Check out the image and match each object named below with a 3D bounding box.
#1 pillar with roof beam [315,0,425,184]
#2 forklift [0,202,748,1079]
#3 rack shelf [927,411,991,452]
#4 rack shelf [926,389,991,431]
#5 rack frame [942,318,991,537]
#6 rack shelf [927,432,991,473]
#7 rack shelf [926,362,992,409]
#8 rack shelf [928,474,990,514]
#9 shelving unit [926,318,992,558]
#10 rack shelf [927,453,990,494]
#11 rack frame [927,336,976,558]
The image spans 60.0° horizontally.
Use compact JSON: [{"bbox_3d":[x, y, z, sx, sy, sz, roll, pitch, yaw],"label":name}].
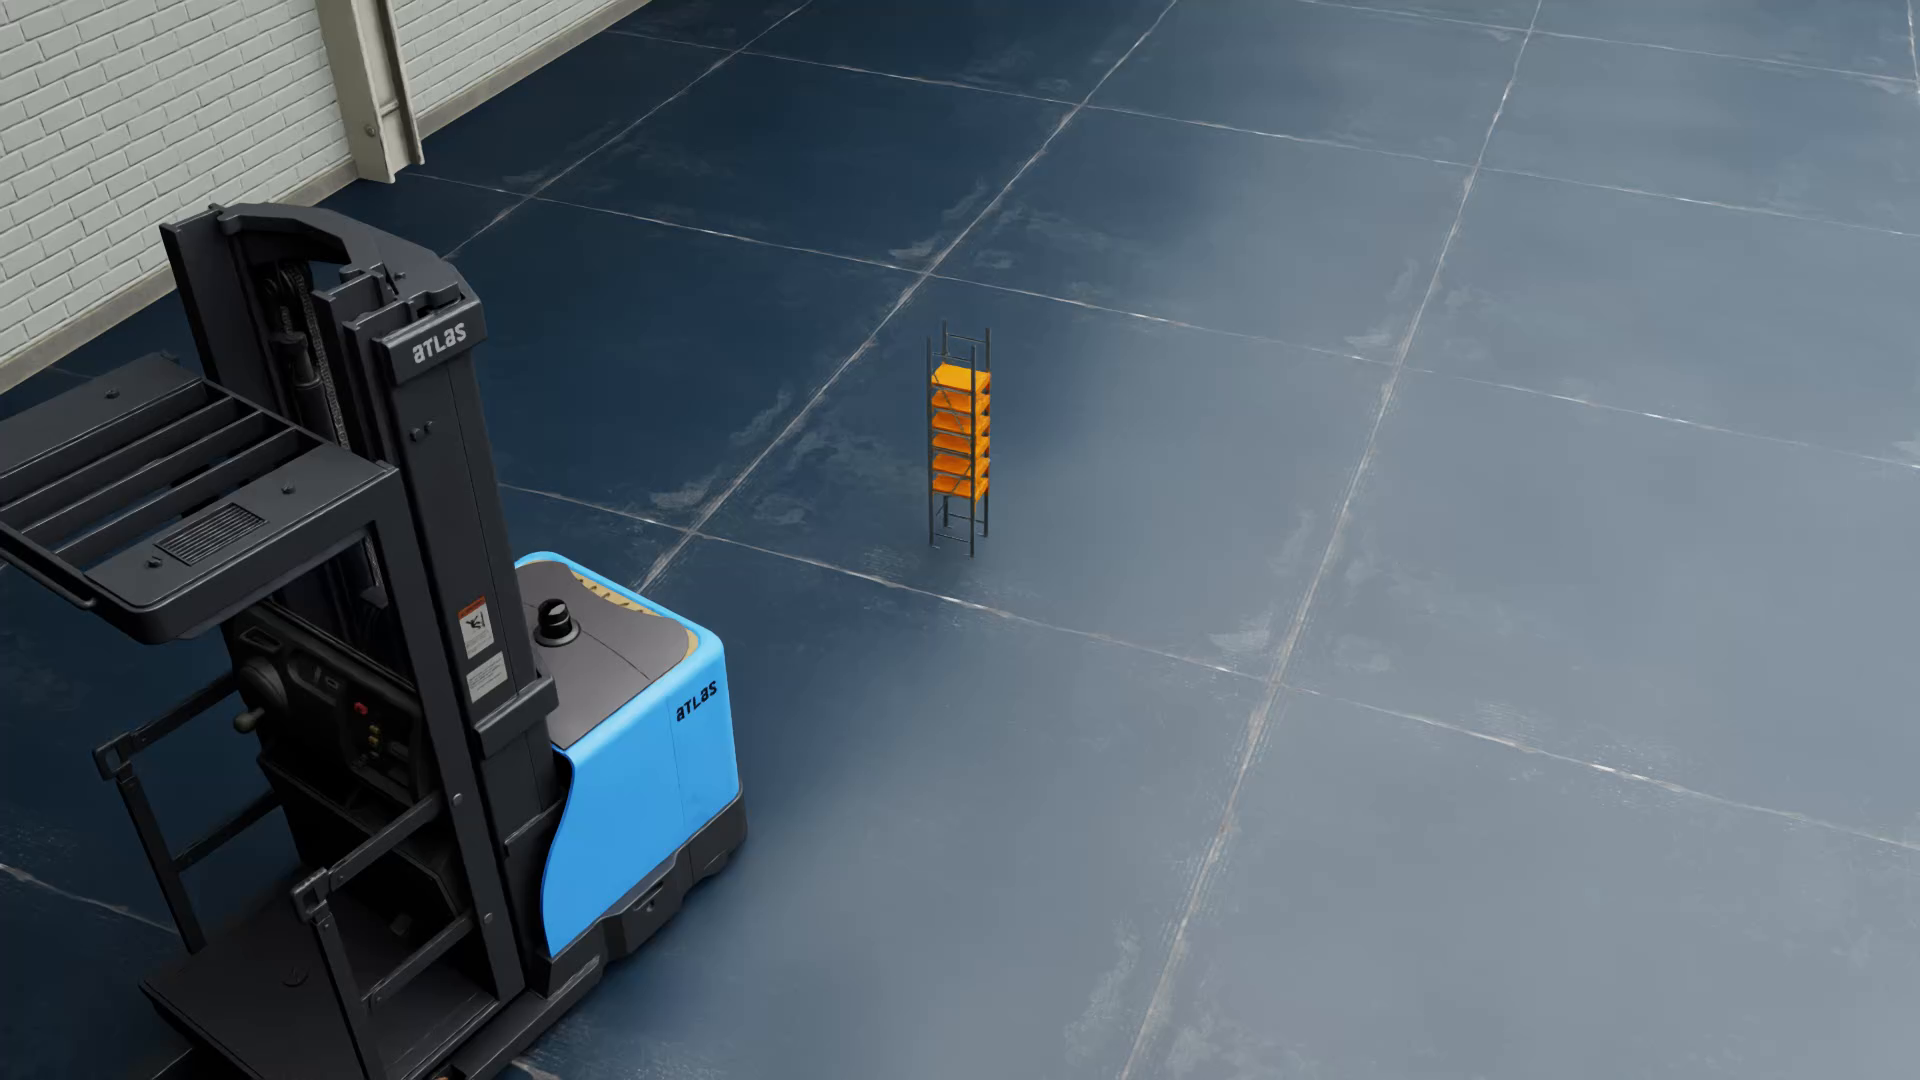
[{"bbox_3d":[-0.093,-5.276,7.894,9.100,9.000,0.400,14,39,18],"label":"pillar with roof beam"},{"bbox_3d":[-2.120,0.591,5.113,1.130,2.935,3.031,23,43,28],"label":"forklift"},{"bbox_3d":[-0.005,-0.533,7.936,0.258,0.103,0.180,14,39,18],"label":"rack shelf"},{"bbox_3d":[-0.005,-0.629,7.865,0.258,0.103,0.180,14,39,18],"label":"rack shelf"},{"bbox_3d":[0.029,-0.523,8.049,0.240,1.200,0.006,14,39,18],"label":"rack frame"},{"bbox_3d":[-0.005,-0.437,8.008,0.258,0.103,0.180,14,39,18],"label":"rack shelf"},{"bbox_3d":[-0.005,-0.725,7.793,0.258,0.103,0.180,14,39,18],"label":"rack shelf"},{"bbox_3d":[-0.006,-0.245,8.152,0.258,0.103,0.180,14,39,18],"label":"rack shelf"},{"bbox_3d":[-0.005,-0.473,7.982,0.258,1.200,0.189,14,39,18],"label":"shelving unit"},{"bbox_3d":[-0.006,-0.341,8.080,0.258,0.103,0.180,14,39,18],"label":"rack shelf"},{"bbox_3d":[-0.040,-0.422,7.914,0.240,1.200,0.006,14,39,18],"label":"rack frame"}]
